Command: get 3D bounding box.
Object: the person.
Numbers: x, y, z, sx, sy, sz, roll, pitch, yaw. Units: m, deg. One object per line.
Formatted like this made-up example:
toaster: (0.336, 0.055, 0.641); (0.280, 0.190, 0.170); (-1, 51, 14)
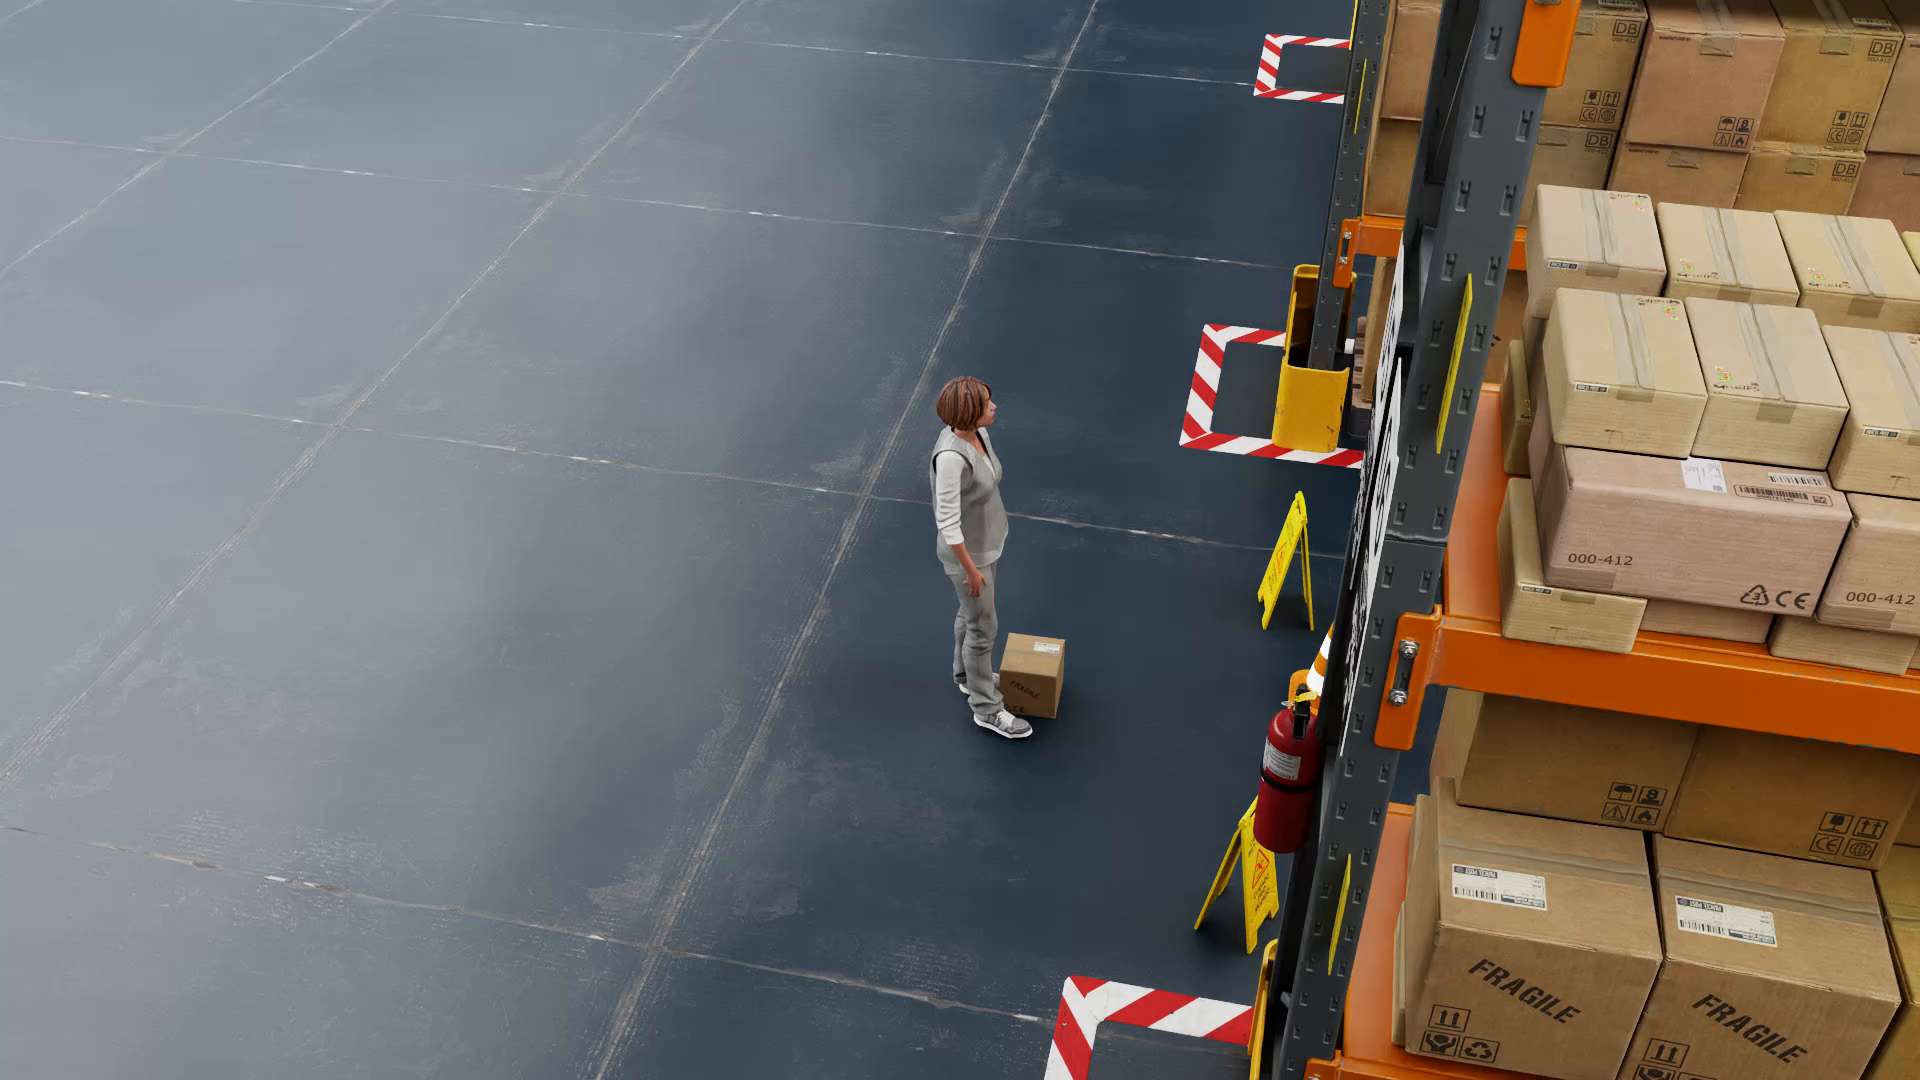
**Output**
person: (0.126, 0.061, 6.899); (0.474, 1.568, 0.521); (8, 38, 10)
